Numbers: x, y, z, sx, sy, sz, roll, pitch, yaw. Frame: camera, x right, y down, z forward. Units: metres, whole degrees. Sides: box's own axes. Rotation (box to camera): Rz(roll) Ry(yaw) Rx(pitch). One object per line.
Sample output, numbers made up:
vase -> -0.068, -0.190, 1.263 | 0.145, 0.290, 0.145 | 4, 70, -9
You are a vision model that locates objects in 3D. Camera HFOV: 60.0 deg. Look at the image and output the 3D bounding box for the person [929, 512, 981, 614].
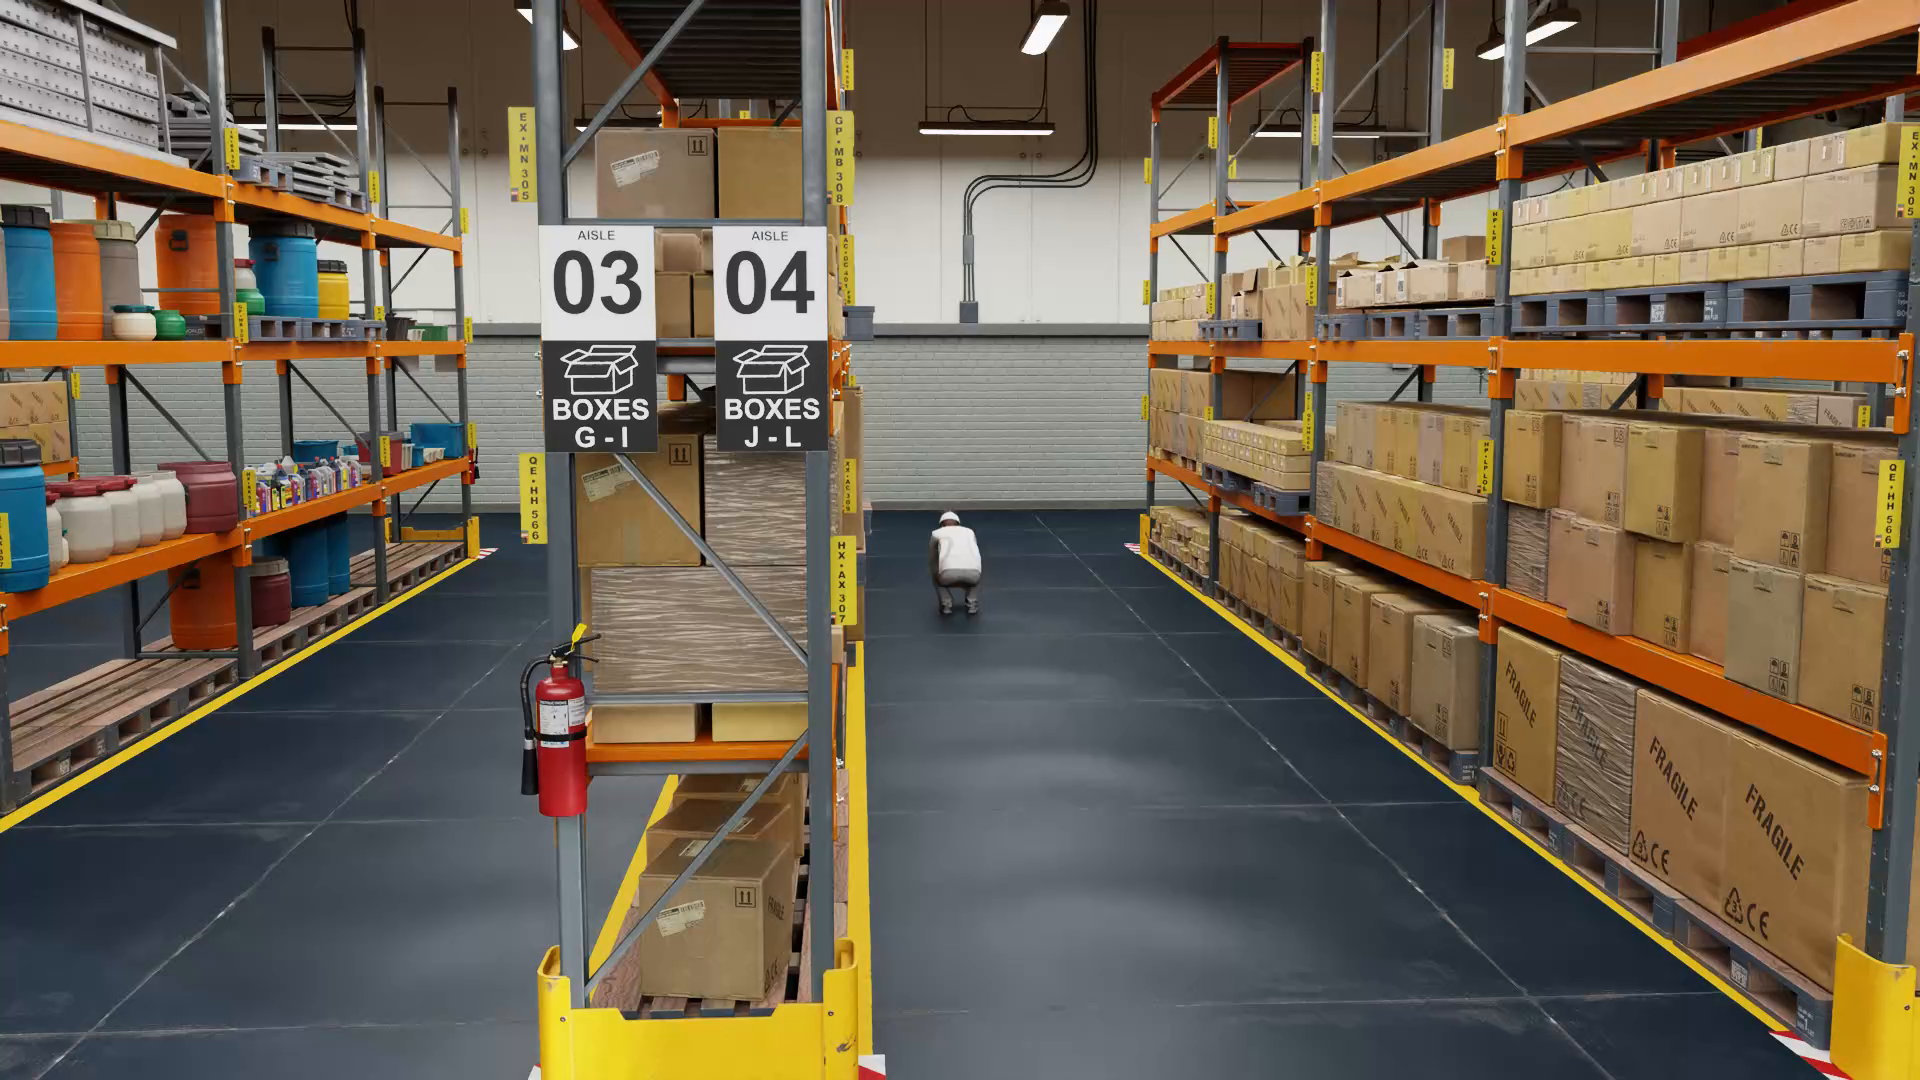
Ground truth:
person -> -0.044, 0.236, 17.411 | 0.542, 1.008, 0.875 | 0, 7, -4
